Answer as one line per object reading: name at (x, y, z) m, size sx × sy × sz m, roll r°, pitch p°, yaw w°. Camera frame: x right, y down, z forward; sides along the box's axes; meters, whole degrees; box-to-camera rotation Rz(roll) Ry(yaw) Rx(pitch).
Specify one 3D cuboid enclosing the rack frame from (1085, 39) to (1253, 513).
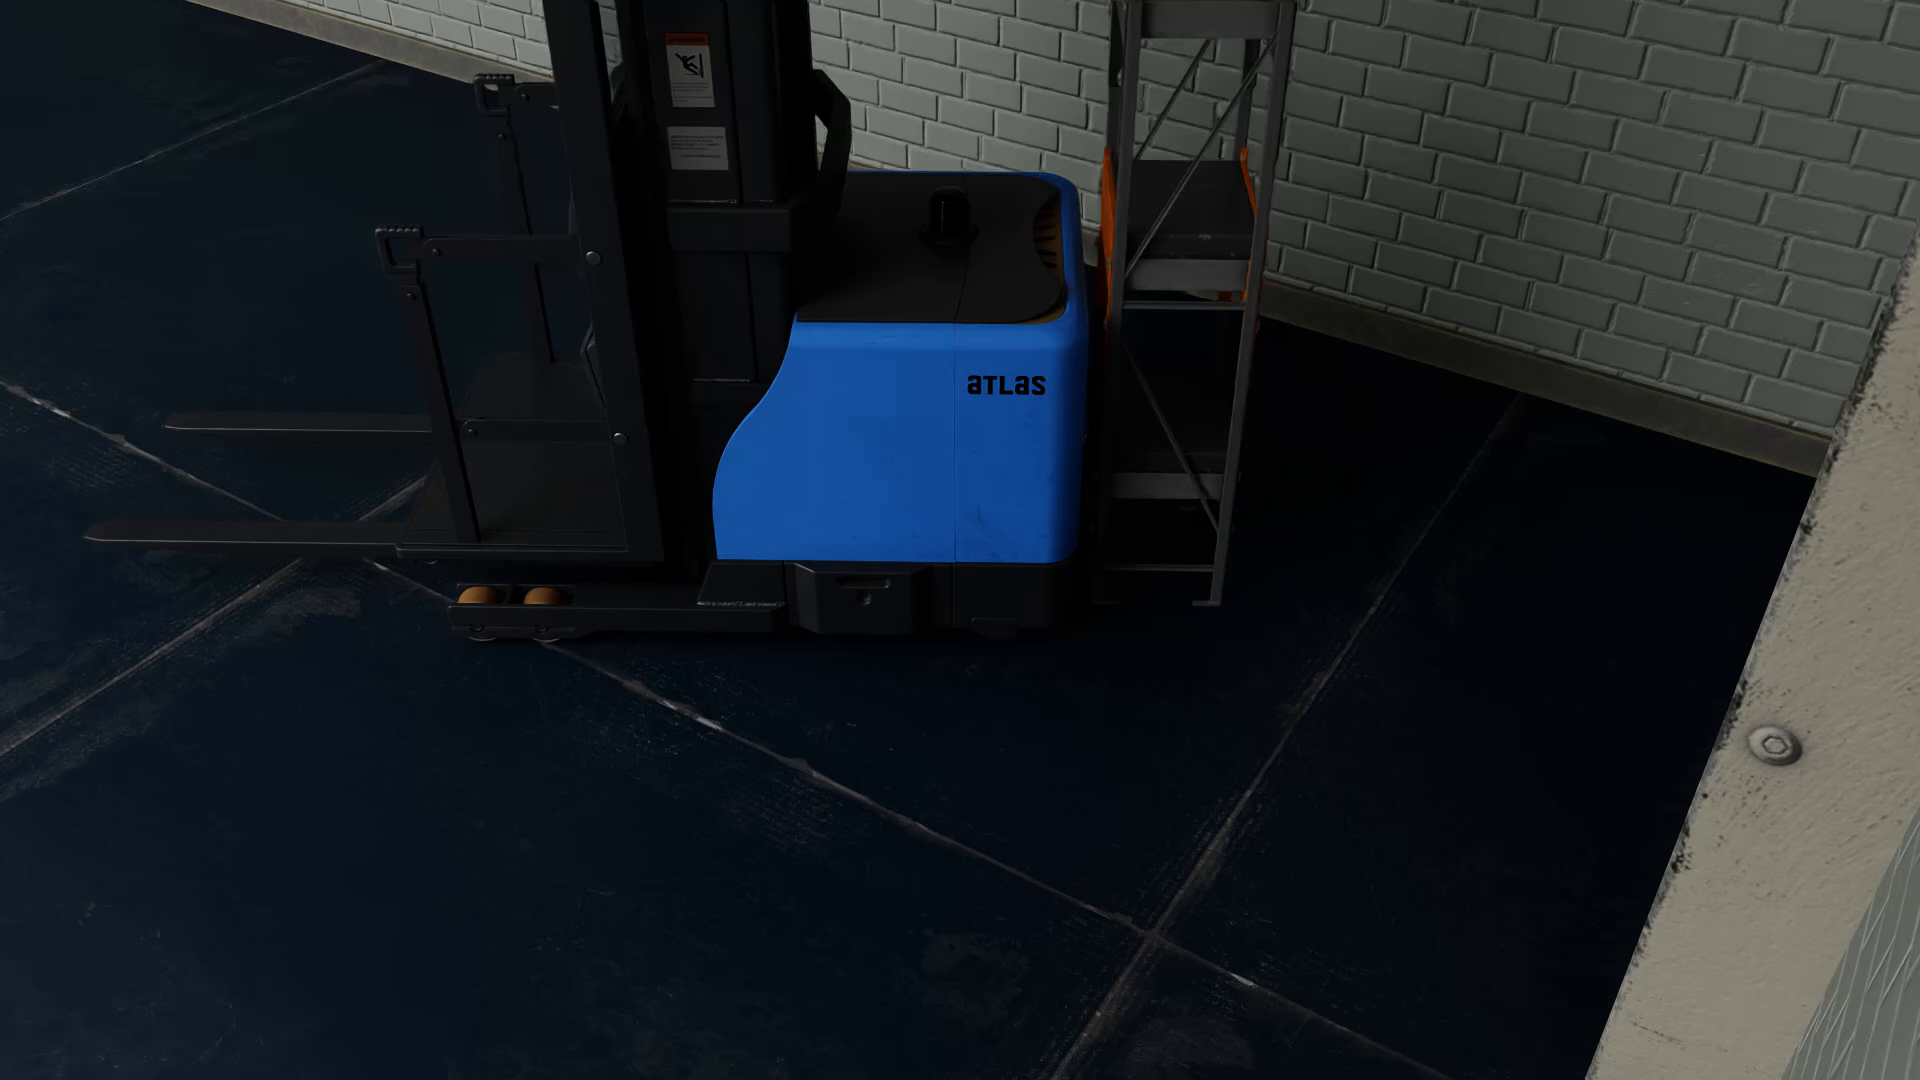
rack frame at (0.617, -0.930, 4.900) m, size 0.400 × 2.100 × 0.015 m, roll 1°, pitch 38°, yaw 1°

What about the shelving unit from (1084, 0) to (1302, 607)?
shelving unit at (0.612, -0.781, 4.707) m, size 0.431 × 2.100 × 0.503 m, roll 1°, pitch 38°, yaw 1°

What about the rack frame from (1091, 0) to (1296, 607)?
rack frame at (0.607, -0.632, 4.514) m, size 0.400 × 2.100 × 0.015 m, roll 1°, pitch 38°, yaw 1°

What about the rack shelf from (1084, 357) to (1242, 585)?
rack shelf at (0.612, -0.216, 5.143) m, size 0.431 × 0.518 × 0.480 m, roll 1°, pitch 38°, yaw 1°

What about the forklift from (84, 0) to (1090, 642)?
forklift at (-1.147, -1.176, 4.538) m, size 3.031 × 2.935 × 1.130 m, roll 1°, pitch 38°, yaw 1°

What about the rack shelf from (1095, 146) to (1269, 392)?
rack shelf at (0.612, -0.771, 4.715) m, size 0.431 × 0.518 × 0.480 m, roll 1°, pitch 38°, yaw 1°

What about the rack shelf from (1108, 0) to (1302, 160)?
rack shelf at (0.612, -1.325, 4.288) m, size 0.431 × 0.518 × 0.480 m, roll 1°, pitch 38°, yaw 1°
